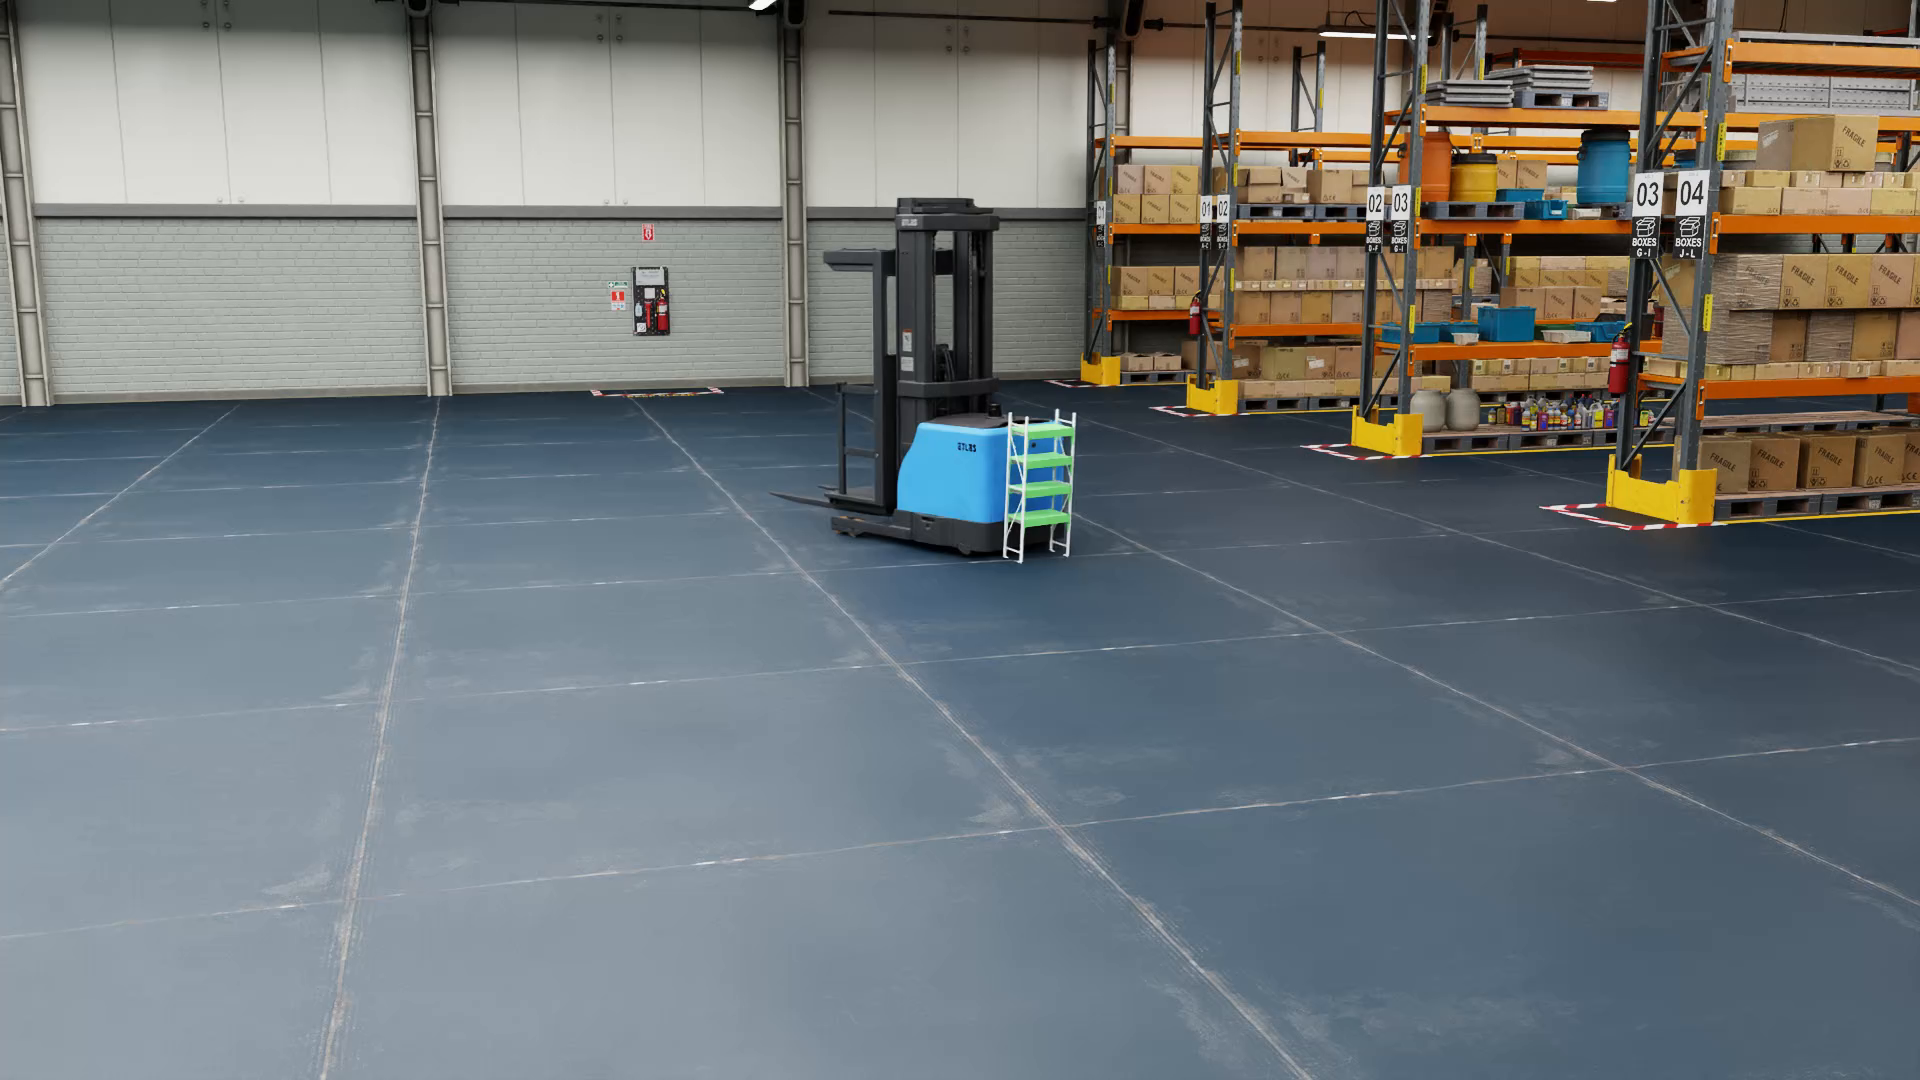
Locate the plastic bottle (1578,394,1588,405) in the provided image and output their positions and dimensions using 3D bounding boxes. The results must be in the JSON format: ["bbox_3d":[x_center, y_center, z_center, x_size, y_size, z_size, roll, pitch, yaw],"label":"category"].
[{"bbox_3d":[8.171,-1.732,21.770,0.185,0.351,0.144,-3,11,-14],"label":"plastic bottle"}]

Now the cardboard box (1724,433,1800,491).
[{"bbox_3d":[7.774,-0.766,16.165,0.500,0.500,0.500,0,10,-1],"label":"cardboard box"}]

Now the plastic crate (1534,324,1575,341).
[{"bbox_3d":[7.679,-2.663,21.313,0.662,0.188,0.450,-3,11,-16],"label":"plastic crate"}]

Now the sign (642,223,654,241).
[{"bbox_3d":[-5.297,-5.227,28.254,0.199,0.298,0.001,-3,11,-16],"label":"sign"}]

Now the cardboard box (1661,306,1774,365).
[{"bbox_3d":[7.141,-1.942,15.713,0.500,0.500,0.875,-3,11,-16],"label":"cardboard box"}]

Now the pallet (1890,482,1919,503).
[{"bbox_3d":[9.811,-0.514,16.758,1.213,0.211,1.003,-3,11,-16],"label":"pallet"}]

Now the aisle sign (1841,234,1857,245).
[{"bbox_3d":[17.967,-6.346,33.555,0.004,0.787,0.394,-3,11,-16],"label":"aisle sign"}]

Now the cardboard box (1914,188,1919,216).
[{"bbox_3d":[9.089,-3.208,15.815,0.500,0.250,0.500,-3,11,-16],"label":"cardboard box"}]

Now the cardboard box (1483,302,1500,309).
[{"bbox_3d":[8.474,-3.659,26.506,0.258,0.266,0.396,-3,11,-17],"label":"cardboard box"}]

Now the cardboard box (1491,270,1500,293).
[{"bbox_3d":[10.513,-4.987,32.196,0.500,0.500,0.500,-3,11,-16],"label":"cardboard box"}]

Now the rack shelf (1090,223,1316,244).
[{"bbox_3d":[4.372,-5.529,29.999,4.000,0.370,1.077,-3,11,-16],"label":"rack shelf"}]

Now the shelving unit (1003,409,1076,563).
[{"bbox_3d":[0.650,-0.445,13.612,0.503,1.200,0.258,-7,16,-35],"label":"shelving unit"}]

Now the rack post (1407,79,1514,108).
[{"bbox_3d":[5.982,-5.305,19.890,0.954,0.300,0.937,-2,11,-10],"label":"rack post"}]

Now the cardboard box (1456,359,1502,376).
[{"bbox_3d":[8.147,-2.756,26.117,0.500,0.311,0.500,-3,11,-16],"label":"cardboard box"}]

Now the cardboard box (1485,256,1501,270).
[{"bbox_3d":[10.496,-5.354,32.119,0.500,0.250,0.500,-3,11,-14],"label":"cardboard box"}]

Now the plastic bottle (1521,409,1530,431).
[{"bbox_3d":[7.049,-1.497,20.712,0.097,0.271,0.097,0,10,0],"label":"plastic bottle"}]

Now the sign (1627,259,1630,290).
[{"bbox_3d":[6.470,-2.546,16.020,0.005,0.325,0.100,-3,11,-16],"label":"sign"}]

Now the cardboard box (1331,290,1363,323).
[{"bbox_3d":[5.778,-3.595,25.514,0.500,0.500,0.700,-3,11,-14],"label":"cardboard box"}]

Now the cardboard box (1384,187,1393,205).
[{"bbox_3d":[6.605,-5.348,25.727,0.500,0.311,0.500,-4,11,-19],"label":"cardboard box"}]

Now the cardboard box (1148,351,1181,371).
[{"bbox_3d":[3.689,-3.249,30.121,0.500,0.311,0.500,-2,11,-11],"label":"cardboard box"}]

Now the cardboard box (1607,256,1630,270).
[{"bbox_3d":[12.613,-5.370,32.207,0.500,0.250,0.500,-3,11,-15],"label":"cardboard box"}]

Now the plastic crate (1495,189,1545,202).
[{"bbox_3d":[6.968,-4.201,20.839,0.575,0.384,0.392,-3,11,-16],"label":"plastic crate"}]

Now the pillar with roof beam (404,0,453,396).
[{"bbox_3d":[-7.436,-6.087,22.758,0.548,9.000,9.100,-3,11,-16],"label":"pillar with roof beam"}]

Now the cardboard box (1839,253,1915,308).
[{"bbox_3d":[8.650,-2.467,15.804,0.500,0.500,0.500,-3,11,-16],"label":"cardboard box"}]

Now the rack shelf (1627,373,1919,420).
[{"bbox_3d":[8.526,-1.471,16.239,4.000,0.370,1.077,-3,11,-16],"label":"rack shelf"}]

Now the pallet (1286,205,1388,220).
[{"bbox_3d":[5.700,-4.971,25.224,1.213,0.211,1.003,-3,11,-16],"label":"pallet"}]

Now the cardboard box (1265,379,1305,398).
[{"bbox_3d":[4.896,-2.314,25.268,0.500,0.250,0.500,-3,11,-16],"label":"cardboard box"}]

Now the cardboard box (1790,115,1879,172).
[{"bbox_3d":[8.106,-3.668,15.424,0.500,0.500,0.500,-3,11,-16],"label":"cardboard box"}]

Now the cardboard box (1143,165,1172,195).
[{"bbox_3d":[3.386,-6.327,29.249,0.500,0.500,0.500,-3,11,-17],"label":"cardboard box"}]

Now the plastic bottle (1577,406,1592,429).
[{"bbox_3d":[7.872,-1.548,20.975,0.135,0.276,0.152,-3,11,-15],"label":"plastic bottle"}]

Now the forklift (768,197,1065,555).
[{"bbox_3d":[-0.507,-1.524,14.729,3.031,2.935,1.130,10,14,43],"label":"forklift"}]

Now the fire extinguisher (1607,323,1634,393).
[{"bbox_3d":[6.367,-1.760,16.034,0.183,0.674,0.296,-3,11,-16],"label":"fire extinguisher"}]

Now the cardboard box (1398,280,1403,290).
[{"bbox_3d":[6.739,-3.926,25.520,0.250,0.149,0.380,-3,11,-16],"label":"cardboard box"}]

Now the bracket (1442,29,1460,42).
[{"bbox_3d":[9.141,-9.476,31.224,0.430,0.232,0.235,-3,11,-16],"label":"bracket"}]

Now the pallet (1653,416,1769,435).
[{"bbox_3d":[9.805,-1.462,21.905,1.213,0.211,1.003,-3,11,-16],"label":"pallet"}]

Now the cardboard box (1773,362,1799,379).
[{"bbox_3d":[7.670,-1.609,15.693,0.250,0.149,0.380,-3,11,-16],"label":"cardboard box"}]

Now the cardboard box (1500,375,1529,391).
[{"bbox_3d":[8.628,-2.505,26.306,0.500,0.250,0.500,-3,11,-15],"label":"cardboard box"}]

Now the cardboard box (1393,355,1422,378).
[{"bbox_3d":[6.813,-2.787,25.761,0.500,0.500,0.500,-3,11,-16],"label":"cardboard box"}]

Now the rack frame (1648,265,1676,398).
[{"bbox_3d":[11.521,-3.851,27.178,0.127,3.000,1.000,-3,11,-16],"label":"rack frame"}]

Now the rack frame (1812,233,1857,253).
[{"bbox_3d":[17.814,-5.116,34.054,0.127,3.000,1.000,-3,11,-16],"label":"rack frame"}]

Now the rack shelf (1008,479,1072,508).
[{"bbox_3d":[0.648,-0.383,13.627,0.480,0.148,0.258,-7,16,-35],"label":"rack shelf"}]

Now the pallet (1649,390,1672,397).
[{"bbox_3d":[12.249,-2.510,27.600,1.213,0.211,1.003,-3,11,-16],"label":"pallet"}]

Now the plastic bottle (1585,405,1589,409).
[{"bbox_3d":[7.976,-1.575,21.105,0.133,0.283,0.061,-3,11,-16],"label":"plastic bottle"}]

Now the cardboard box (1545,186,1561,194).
[{"bbox_3d":[11.077,-6.523,31.917,0.500,0.500,0.700,-4,11,-19],"label":"cardboard box"}]

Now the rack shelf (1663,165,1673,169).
[{"bbox_3d":[15.894,-7.415,33.062,4.000,0.370,1.077,-3,11,-16],"label":"rack shelf"}]

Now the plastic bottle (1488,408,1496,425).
[{"bbox_3d":[6.862,-1.594,21.433,0.097,0.201,0.097,0,10,0],"label":"plastic bottle"}]

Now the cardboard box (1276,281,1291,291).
[{"bbox_3d":[4.770,-3.823,24.958,0.250,0.149,0.380,-3,11,-16],"label":"cardboard box"}]

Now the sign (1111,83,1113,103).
[{"bbox_3d":[2.604,-7.661,28.508,0.005,0.325,0.100,-3,11,-16],"label":"sign"}]

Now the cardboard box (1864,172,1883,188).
[{"bbox_3d":[8.419,-3.375,15.625,0.250,0.149,0.380,-3,11,-17],"label":"cardboard box"}]

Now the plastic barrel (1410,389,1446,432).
[{"bbox_3d":[5.832,-1.614,20.741,0.421,0.512,0.421,0,10,0],"label":"plastic barrel"}]

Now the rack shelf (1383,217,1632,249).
[{"bbox_3d":[7.141,-3.807,20.644,4.000,0.370,1.077,-3,11,-16],"label":"rack shelf"}]

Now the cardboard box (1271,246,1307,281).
[{"bbox_3d":[4.846,-4.185,25.133,0.500,0.500,0.700,-3,11,-17],"label":"cardboard box"}]

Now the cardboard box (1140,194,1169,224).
[{"bbox_3d":[3.369,-5.835,29.343,0.500,0.500,0.500,-2,11,-12],"label":"cardboard box"}]

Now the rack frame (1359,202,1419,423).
[{"bbox_3d":[5.221,-2.585,20.301,0.127,3.000,1.000,-3,11,-16],"label":"rack frame"}]
